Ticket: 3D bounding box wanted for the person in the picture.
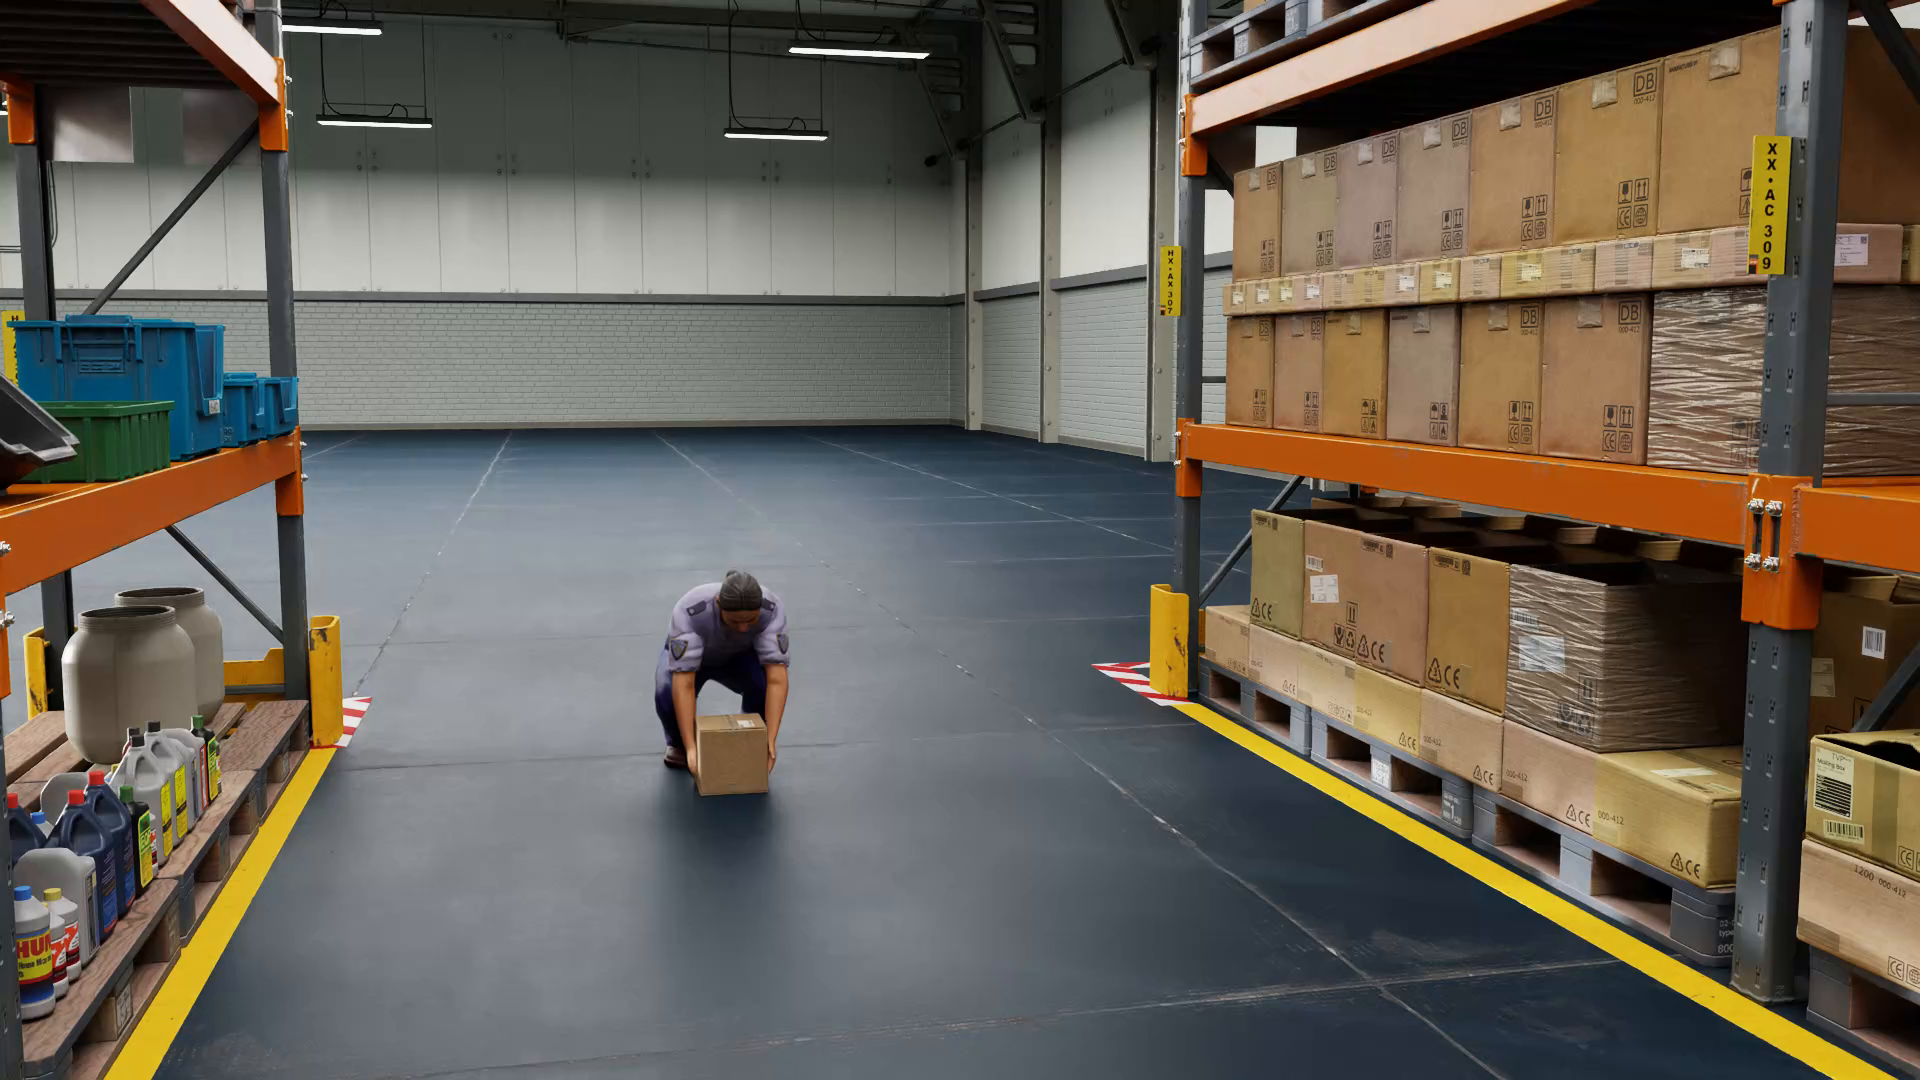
[{"bbox_3d":[-0.953,0.495,6.574,0.520,0.822,0.822,-2,6,-14],"label":"person"}]
